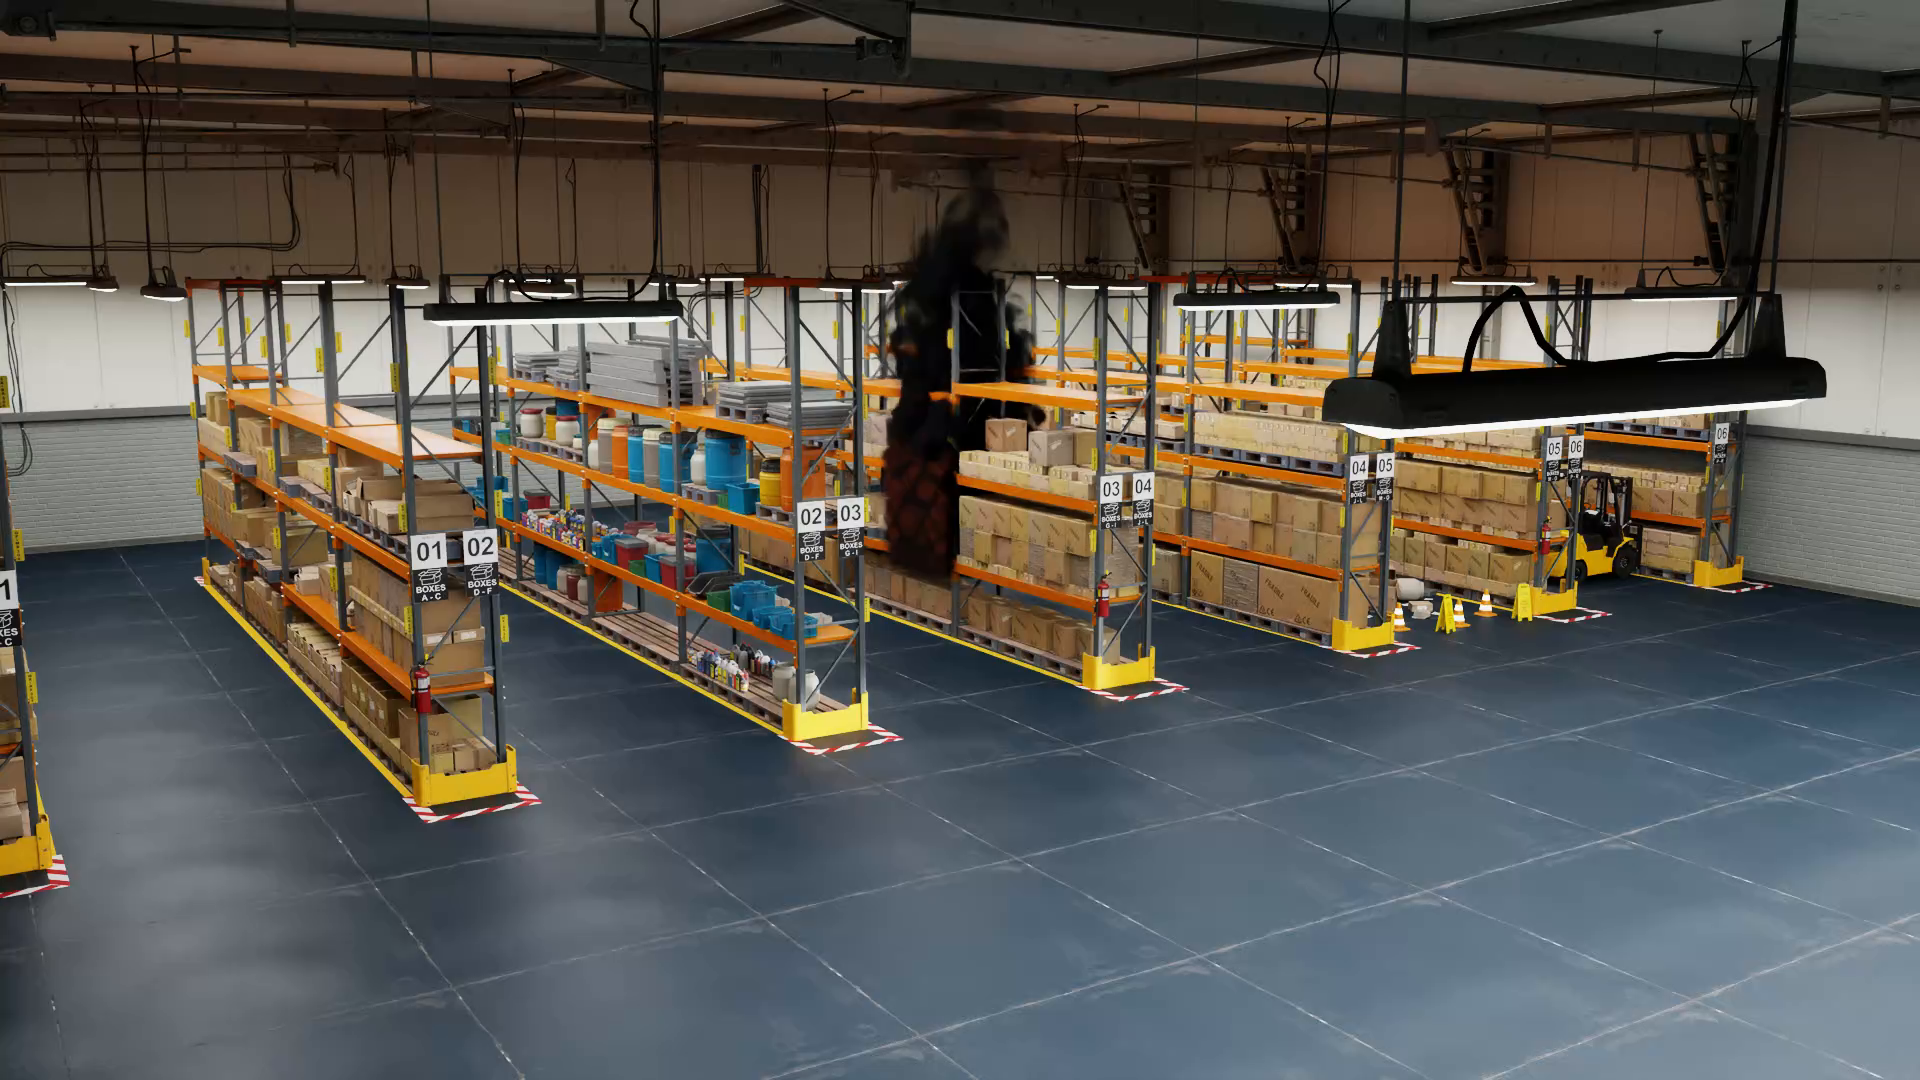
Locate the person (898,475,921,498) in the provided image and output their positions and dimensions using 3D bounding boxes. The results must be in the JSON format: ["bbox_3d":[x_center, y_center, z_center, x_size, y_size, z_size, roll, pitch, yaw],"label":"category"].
[{"bbox_3d":[-1.002,-0.582,36.190,0.624,1.773,0.775,-6,11,-31],"label":"person"}]
